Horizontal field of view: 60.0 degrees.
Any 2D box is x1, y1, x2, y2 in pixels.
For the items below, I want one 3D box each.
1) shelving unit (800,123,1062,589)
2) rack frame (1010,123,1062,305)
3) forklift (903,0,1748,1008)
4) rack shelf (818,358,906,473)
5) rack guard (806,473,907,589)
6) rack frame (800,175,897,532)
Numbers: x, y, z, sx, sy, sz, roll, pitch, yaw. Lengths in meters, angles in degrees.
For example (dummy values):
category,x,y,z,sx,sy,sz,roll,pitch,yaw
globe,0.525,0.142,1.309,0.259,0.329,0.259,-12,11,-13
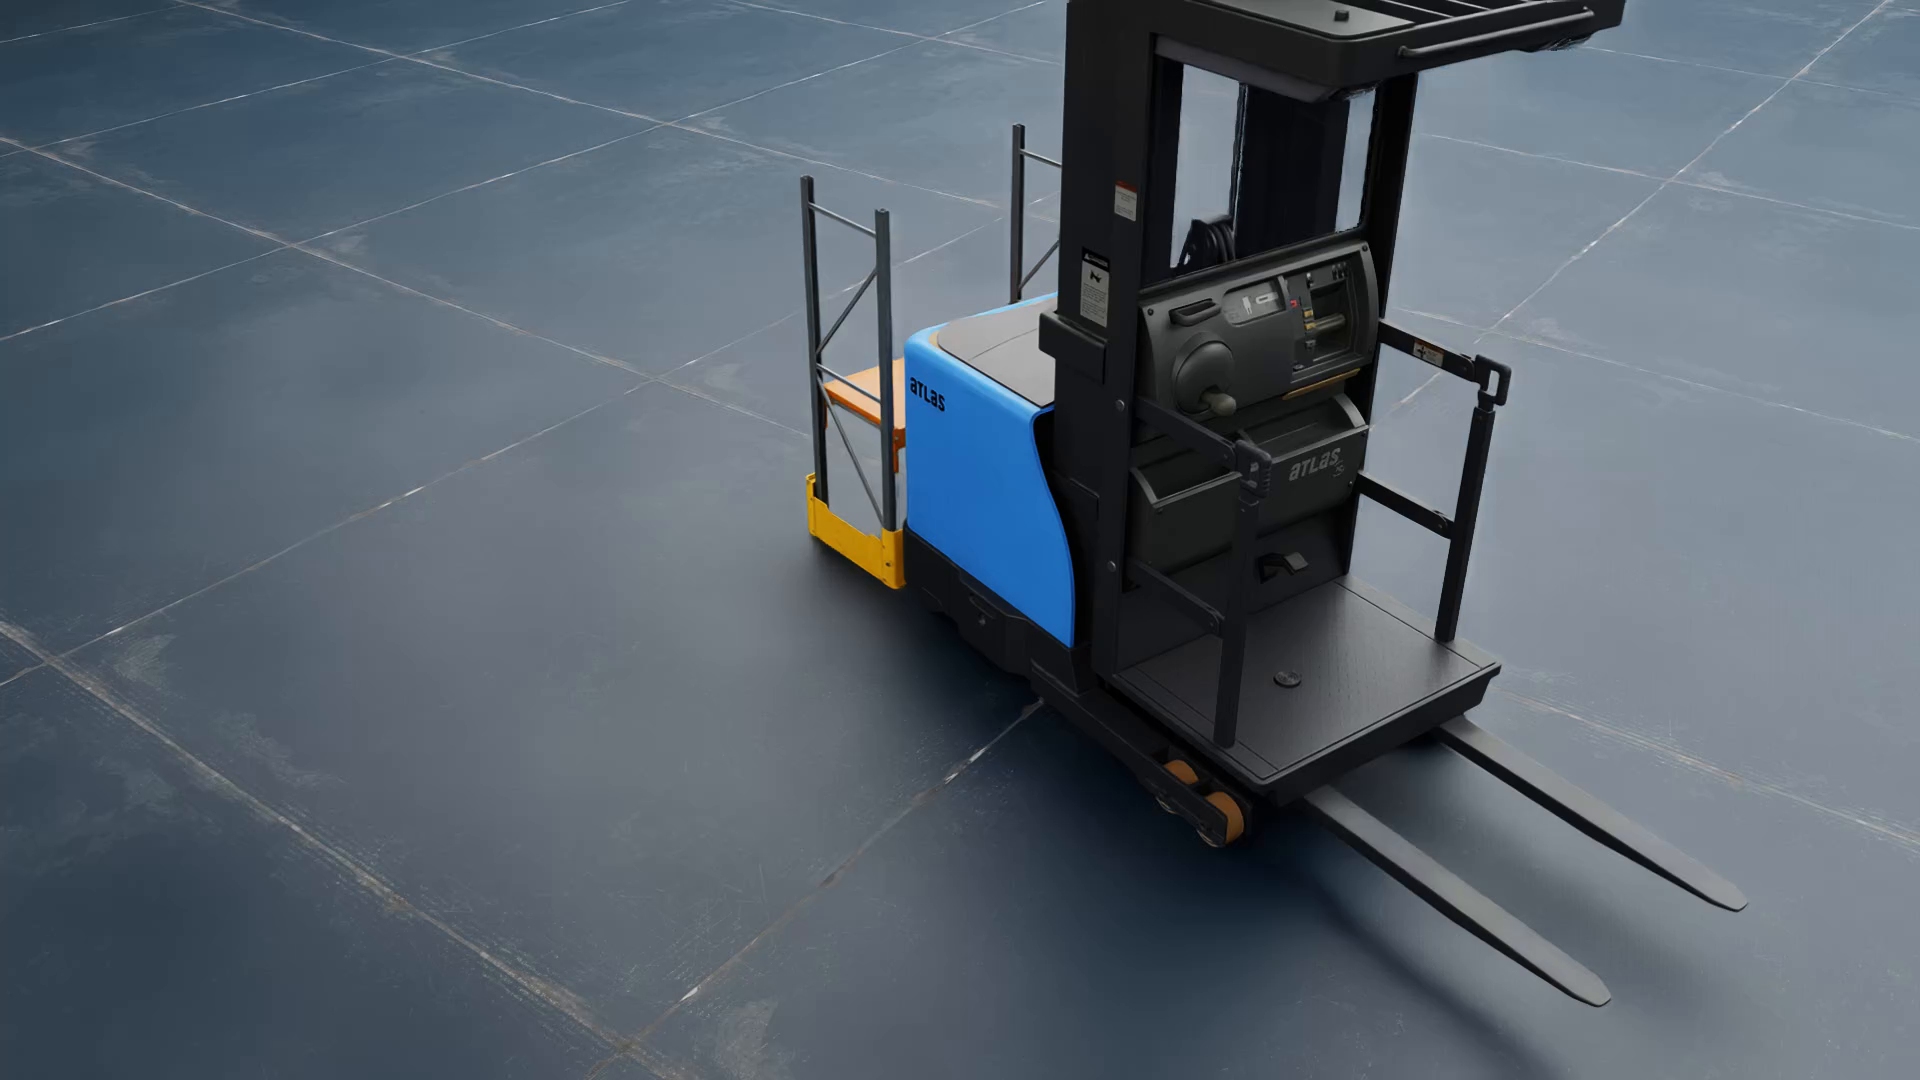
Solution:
category,x,y,z,sx,sy,sz,roll,pitch,yaw
shelving unit,-0.024,-0.742,6.532,1.083,1.500,0.587,-22,37,-33
rack frame,0.377,-0.909,6.812,0.032,1.500,0.500,-22,37,-33
forklift,1.045,-0.594,4.878,1.130,2.935,3.031,-20,36,-30
rack shelf,-0.017,-0.591,6.628,1.000,0.185,0.538,-22,37,-33
rack guard,-0.411,-0.045,6.580,0.087,0.250,0.587,-22,37,-33
rack frame,-0.412,-0.582,6.261,0.032,1.500,0.500,-22,37,-33
